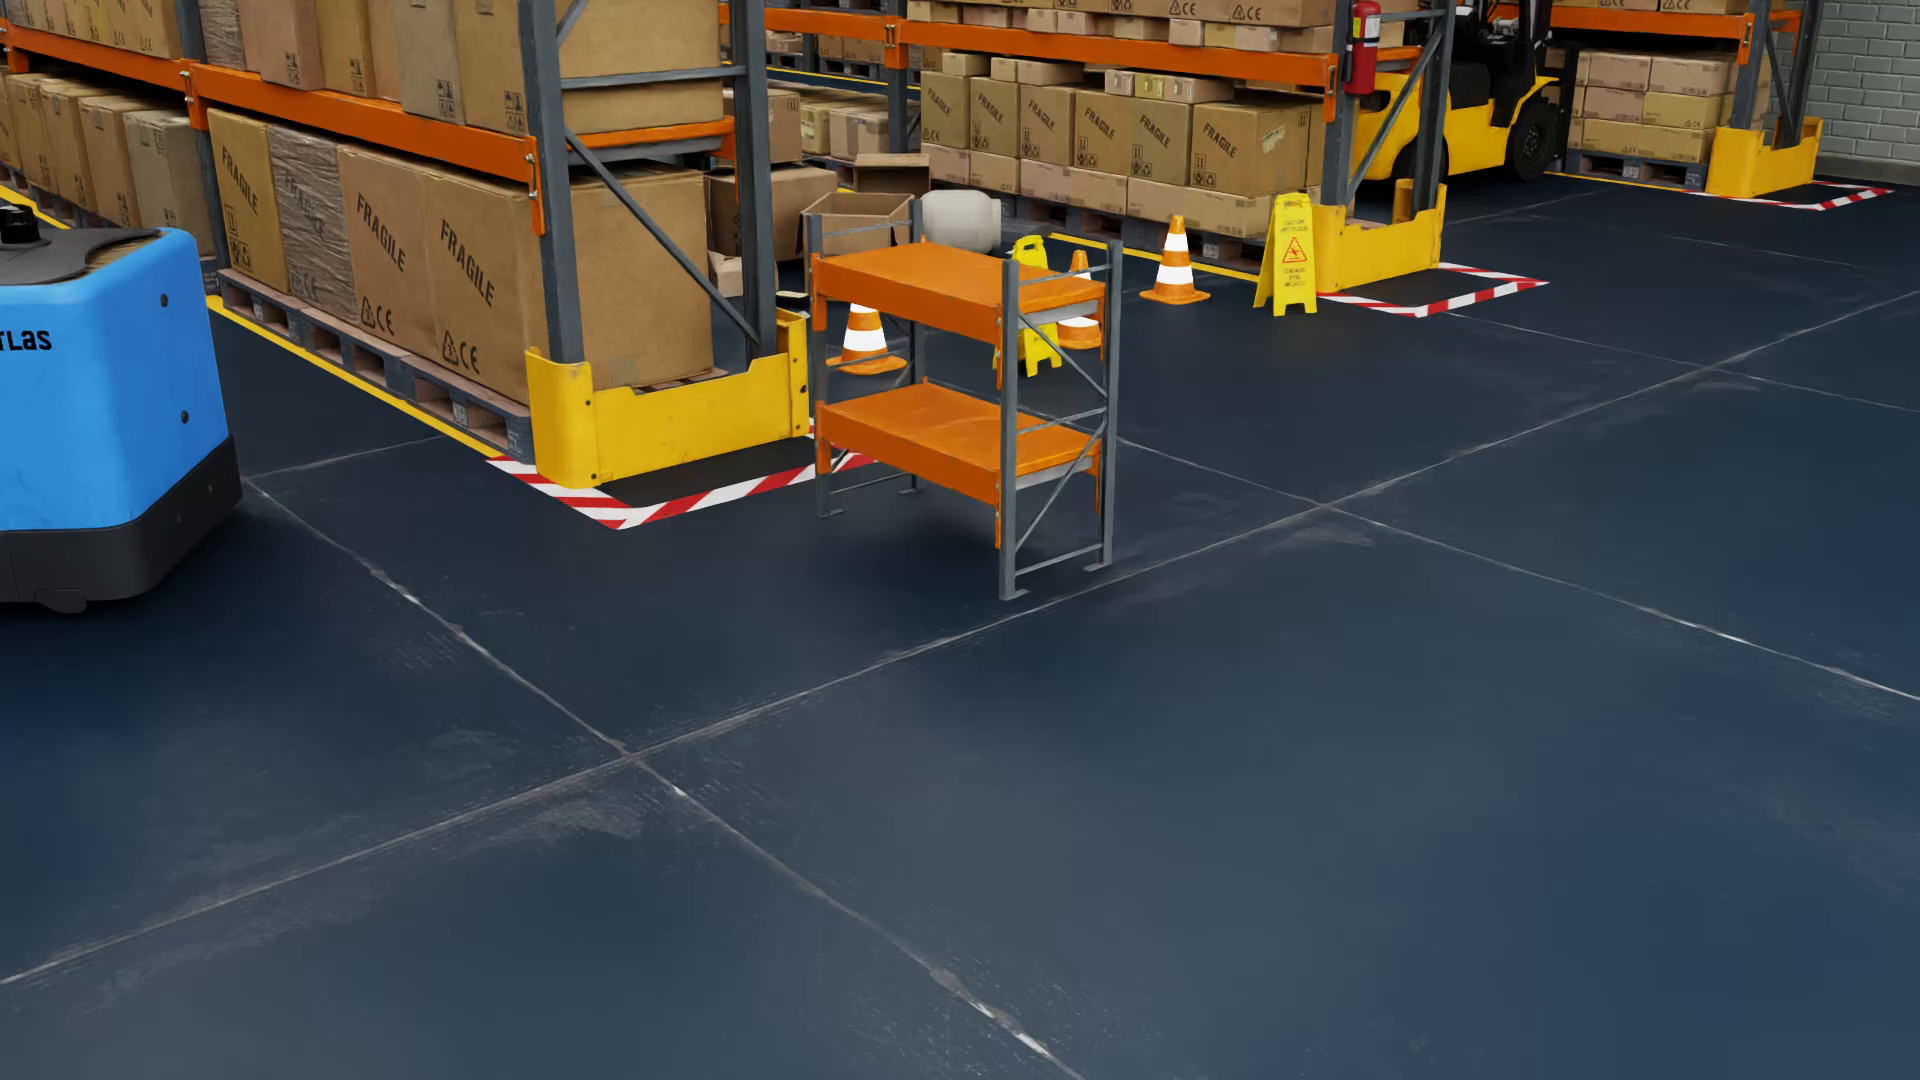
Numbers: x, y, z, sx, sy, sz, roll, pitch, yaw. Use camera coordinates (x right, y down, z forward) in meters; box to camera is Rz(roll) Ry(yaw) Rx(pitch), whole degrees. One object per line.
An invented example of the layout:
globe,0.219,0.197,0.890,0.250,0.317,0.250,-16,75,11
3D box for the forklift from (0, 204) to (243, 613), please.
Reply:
forklift,-4.152,-1.262,5.187,3.031,2.935,1.130,-1,21,-4

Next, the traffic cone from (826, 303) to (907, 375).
traffic cone,-0.463,-1.081,8.110,0.336,0.463,0.334,-17,27,-37

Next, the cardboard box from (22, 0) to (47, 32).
cardboard box,-5.991,-3.706,11.197,0.500,0.500,0.500,-18,28,-38

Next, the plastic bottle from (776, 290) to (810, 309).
plastic bottle,-0.979,-1.359,9.371,0.283,0.061,0.133,12,24,27

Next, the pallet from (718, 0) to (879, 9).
pallet,-1.407,-4.568,13.796,1.003,0.211,1.213,-17,27,-37

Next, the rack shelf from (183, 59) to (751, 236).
rack shelf,-2.497,-1.995,7.952,1.077,0.370,4.000,-17,27,-37

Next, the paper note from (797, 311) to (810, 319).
paper note,-0.902,-1.220,9.060,0.144,0.017,0.142,-8,23,-19

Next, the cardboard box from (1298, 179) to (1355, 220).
cardboard box,2.175,-2.188,10.652,0.500,0.250,0.500,-18,28,-38

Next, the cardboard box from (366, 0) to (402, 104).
cardboard box,-2.114,-2.271,7.463,0.875,0.550,0.550,-17,27,-37

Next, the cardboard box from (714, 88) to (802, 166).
cardboard box,-1.448,-2.846,11.526,0.500,0.500,0.500,-17,27,-37

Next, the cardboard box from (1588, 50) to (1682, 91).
cardboard box,5.375,-3.740,13.244,0.500,0.250,0.500,-17,27,-36

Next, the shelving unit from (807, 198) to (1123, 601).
shelving unit,-0.004,-0.526,5.784,0.538,1.125,1.048,-17,27,-37

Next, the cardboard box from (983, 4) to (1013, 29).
cardboard box,0.380,-3.609,11.429,0.380,0.149,0.250,-16,27,-36

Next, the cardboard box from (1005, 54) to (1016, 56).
cardboard box,0.589,-5.474,18.699,0.500,0.500,0.500,-16,27,-36

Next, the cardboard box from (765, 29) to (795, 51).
cardboard box,-2.402,-6.587,21.862,0.396,0.266,0.258,-16,27,-36

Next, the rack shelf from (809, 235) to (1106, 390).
rack shelf,-0.004,-0.798,5.677,0.538,0.278,1.000,-17,27,-37

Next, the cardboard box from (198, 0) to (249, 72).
cardboard box,-3.553,-2.854,8.951,0.875,0.550,0.550,-17,27,-37

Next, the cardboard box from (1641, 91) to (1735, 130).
cardboard box,5.696,-3.375,12.996,0.500,0.250,0.500,-18,28,-38

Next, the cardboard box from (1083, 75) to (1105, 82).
cardboard box,1.138,-2.973,11.628,0.500,0.500,0.500,-16,26,-35

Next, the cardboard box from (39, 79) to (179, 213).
cardboard box,-5.511,-2.706,11.288,1.050,0.750,0.750,-17,27,-37

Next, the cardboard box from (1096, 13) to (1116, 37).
cardboard box,1.103,-3.346,10.759,0.380,0.149,0.250,-17,27,-37

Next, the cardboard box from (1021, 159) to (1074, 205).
cardboard box,0.767,-2.486,11.414,0.500,0.250,0.500,-18,28,-38

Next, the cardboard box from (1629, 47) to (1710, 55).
cardboard box,5.751,-3.863,13.556,0.500,0.250,0.500,-17,27,-37

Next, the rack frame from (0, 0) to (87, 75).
rack frame,-6.414,-3.988,12.053,1.000,3.000,0.127,-17,27,-37

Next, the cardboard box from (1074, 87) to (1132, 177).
cardboard box,1.104,-2.692,10.911,0.500,0.500,0.500,-18,28,-39

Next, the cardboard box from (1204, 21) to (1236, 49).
cardboard box,1.685,-3.039,9.974,0.380,0.149,0.250,-18,28,-38

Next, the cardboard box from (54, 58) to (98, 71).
cardboard box,-6.681,-3.617,12.929,0.500,0.250,0.500,-19,28,-40

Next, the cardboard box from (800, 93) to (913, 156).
cardboard box,-0.935,-3.403,13.587,0.950,0.372,0.625,-15,26,-34

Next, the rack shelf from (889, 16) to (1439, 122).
rack shelf,1.187,-3.202,11.032,1.077,0.370,4.000,-17,27,-37

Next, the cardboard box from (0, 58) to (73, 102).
cardboard box,-7.059,-3.495,12.619,0.500,0.250,0.500,-18,28,-39

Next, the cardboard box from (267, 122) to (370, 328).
cardboard box,-2.854,-1.651,8.423,0.875,0.875,0.875,-17,27,-37

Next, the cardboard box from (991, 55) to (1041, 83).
cardboard box,0.435,-3.238,11.415,0.380,0.149,0.250,-16,27,-35

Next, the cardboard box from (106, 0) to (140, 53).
cardboard box,-4.676,-3.150,9.775,0.500,0.500,0.500,-18,28,-38

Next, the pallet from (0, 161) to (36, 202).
pallet,-6.923,-2.906,13.114,1.003,0.211,1.213,-17,27,-37

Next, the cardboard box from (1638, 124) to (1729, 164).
cardboard box,5.704,-3.137,13.074,0.500,0.250,0.500,-17,27,-37

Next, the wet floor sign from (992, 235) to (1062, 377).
wet floor sign,0.327,-1.145,8.022,0.232,0.644,0.267,17,27,36

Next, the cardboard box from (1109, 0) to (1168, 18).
cardboard box,1.282,-3.532,10.344,0.500,0.500,0.500,-18,27,-38

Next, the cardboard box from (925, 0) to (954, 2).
cardboard box,-0.043,-4.086,11.759,0.500,0.500,0.500,-18,27,-38

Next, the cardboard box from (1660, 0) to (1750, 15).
cardboard box,5.730,-4.287,12.679,0.500,0.500,0.500,-18,28,-39

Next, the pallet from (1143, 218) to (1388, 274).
pallet,1.939,-1.939,10.646,1.003,0.211,1.213,-17,27,-37

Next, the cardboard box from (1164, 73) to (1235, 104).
cardboard box,1.481,-2.795,10.284,0.380,0.149,0.250,-16,27,-36

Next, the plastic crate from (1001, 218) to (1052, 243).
plastic crate,0.285,-2.101,11.238,0.583,0.080,0.402,12,24,27

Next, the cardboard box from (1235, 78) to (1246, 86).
cardboard box,2.789,-4.719,16.601,0.875,0.625,0.625,-18,28,-38

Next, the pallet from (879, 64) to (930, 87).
pallet,-0.223,-5.631,20.071,1.003,0.211,1.213,-17,27,-37

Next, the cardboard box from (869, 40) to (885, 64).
cardboard box,-0.760,-6.043,20.151,0.500,0.500,0.500,-18,28,-39

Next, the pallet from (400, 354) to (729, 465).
pallet,-1.773,-0.682,7.435,1.003,0.211,1.213,-17,27,-37
